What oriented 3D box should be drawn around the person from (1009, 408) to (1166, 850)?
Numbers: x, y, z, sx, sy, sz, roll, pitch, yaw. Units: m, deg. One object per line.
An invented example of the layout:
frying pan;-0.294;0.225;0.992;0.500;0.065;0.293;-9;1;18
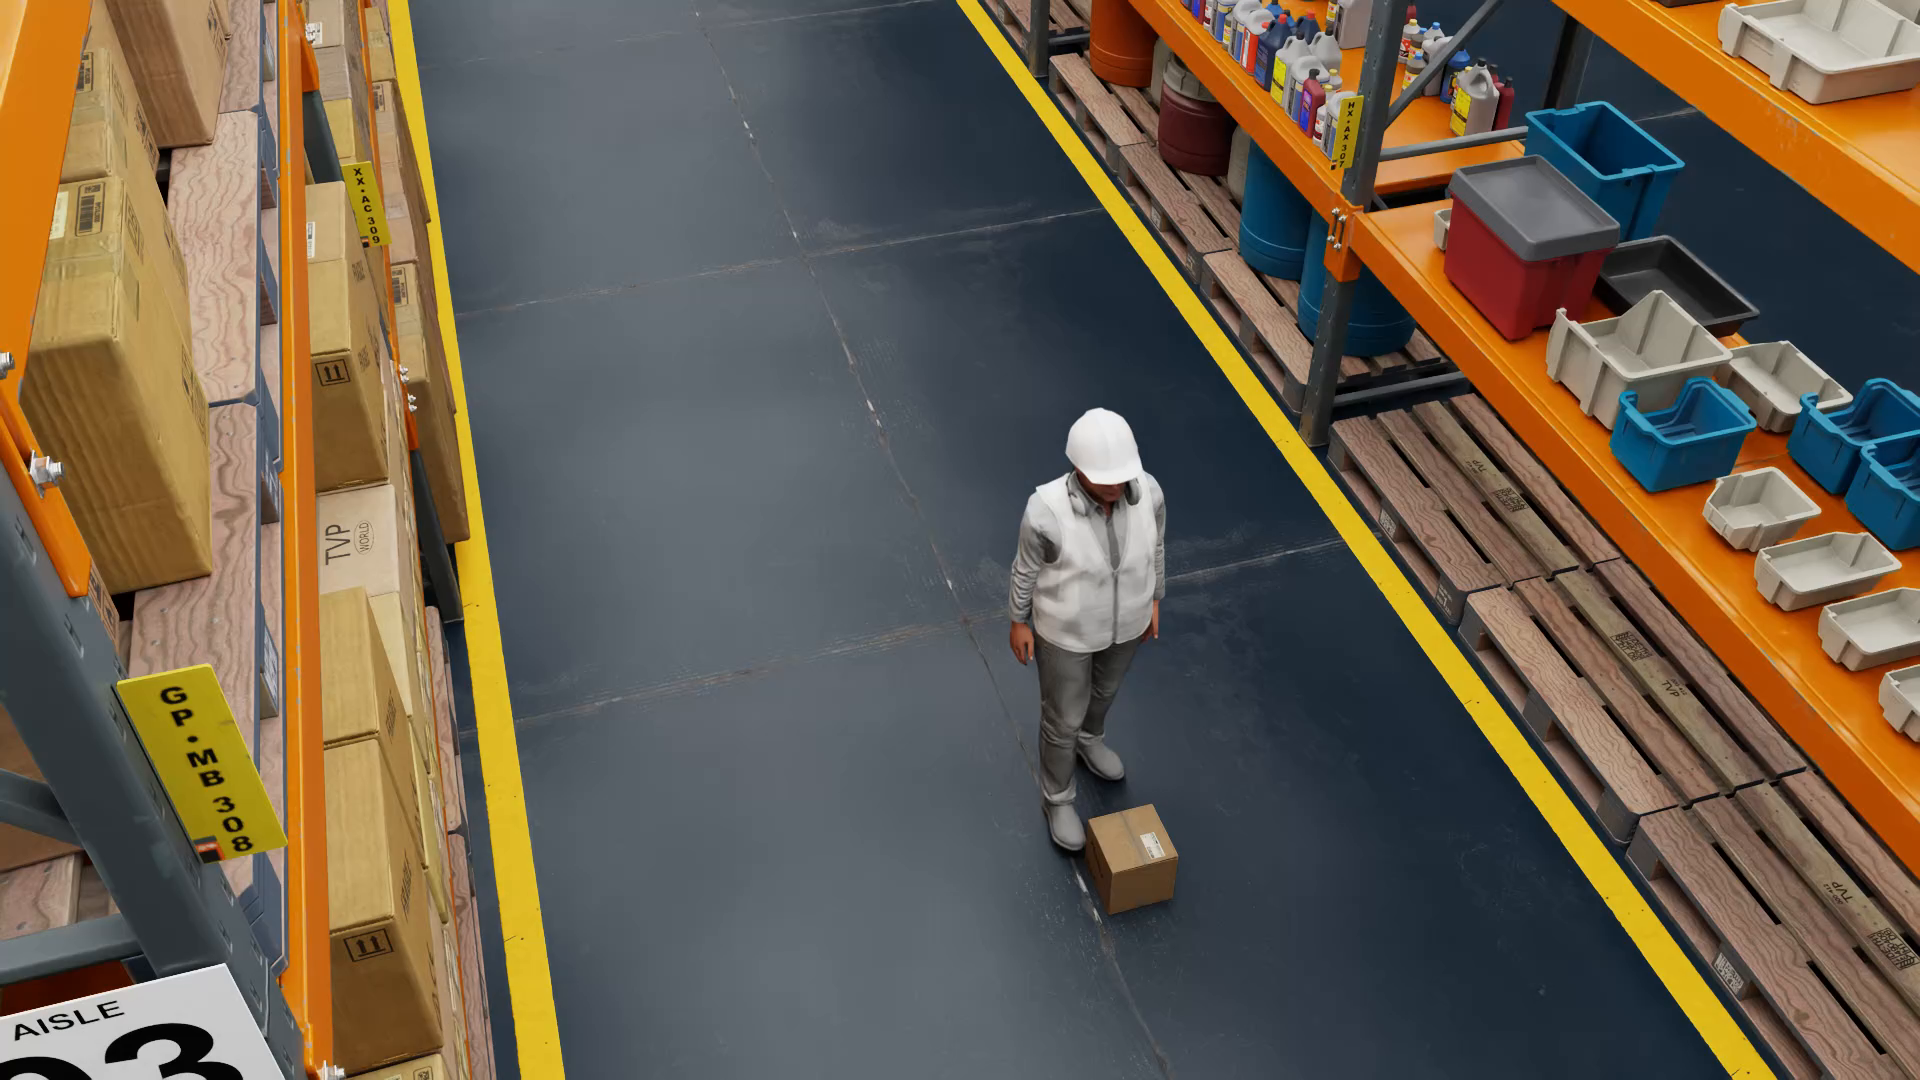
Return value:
person;0.474;0.295;5.800;0.562;1.781;0.556;-16;44;-17
